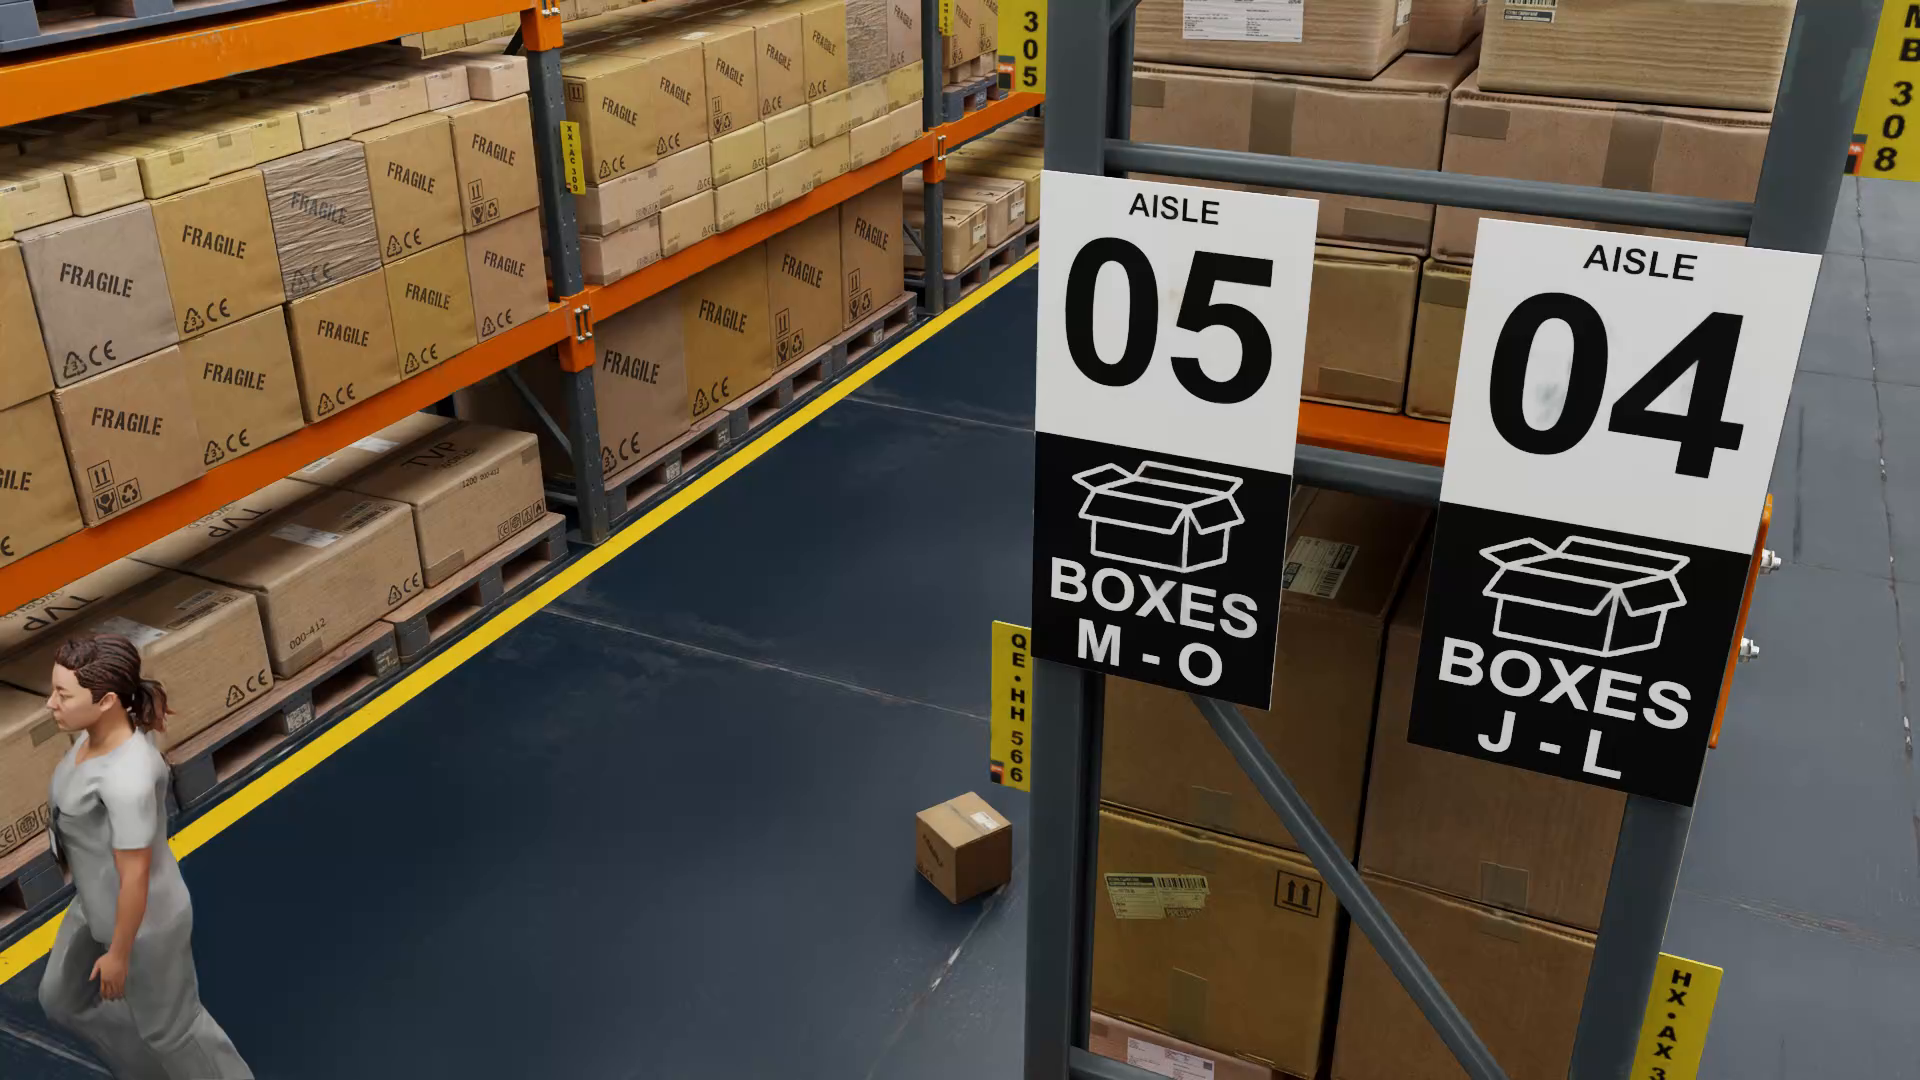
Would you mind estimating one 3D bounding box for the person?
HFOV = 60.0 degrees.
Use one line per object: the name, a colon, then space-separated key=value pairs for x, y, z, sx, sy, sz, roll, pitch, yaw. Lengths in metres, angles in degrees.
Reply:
person: x=-2.268 y=1.033 z=4.509 sx=0.494 sy=1.694 sz=0.471 roll=-16 pitch=31 yaw=-30
